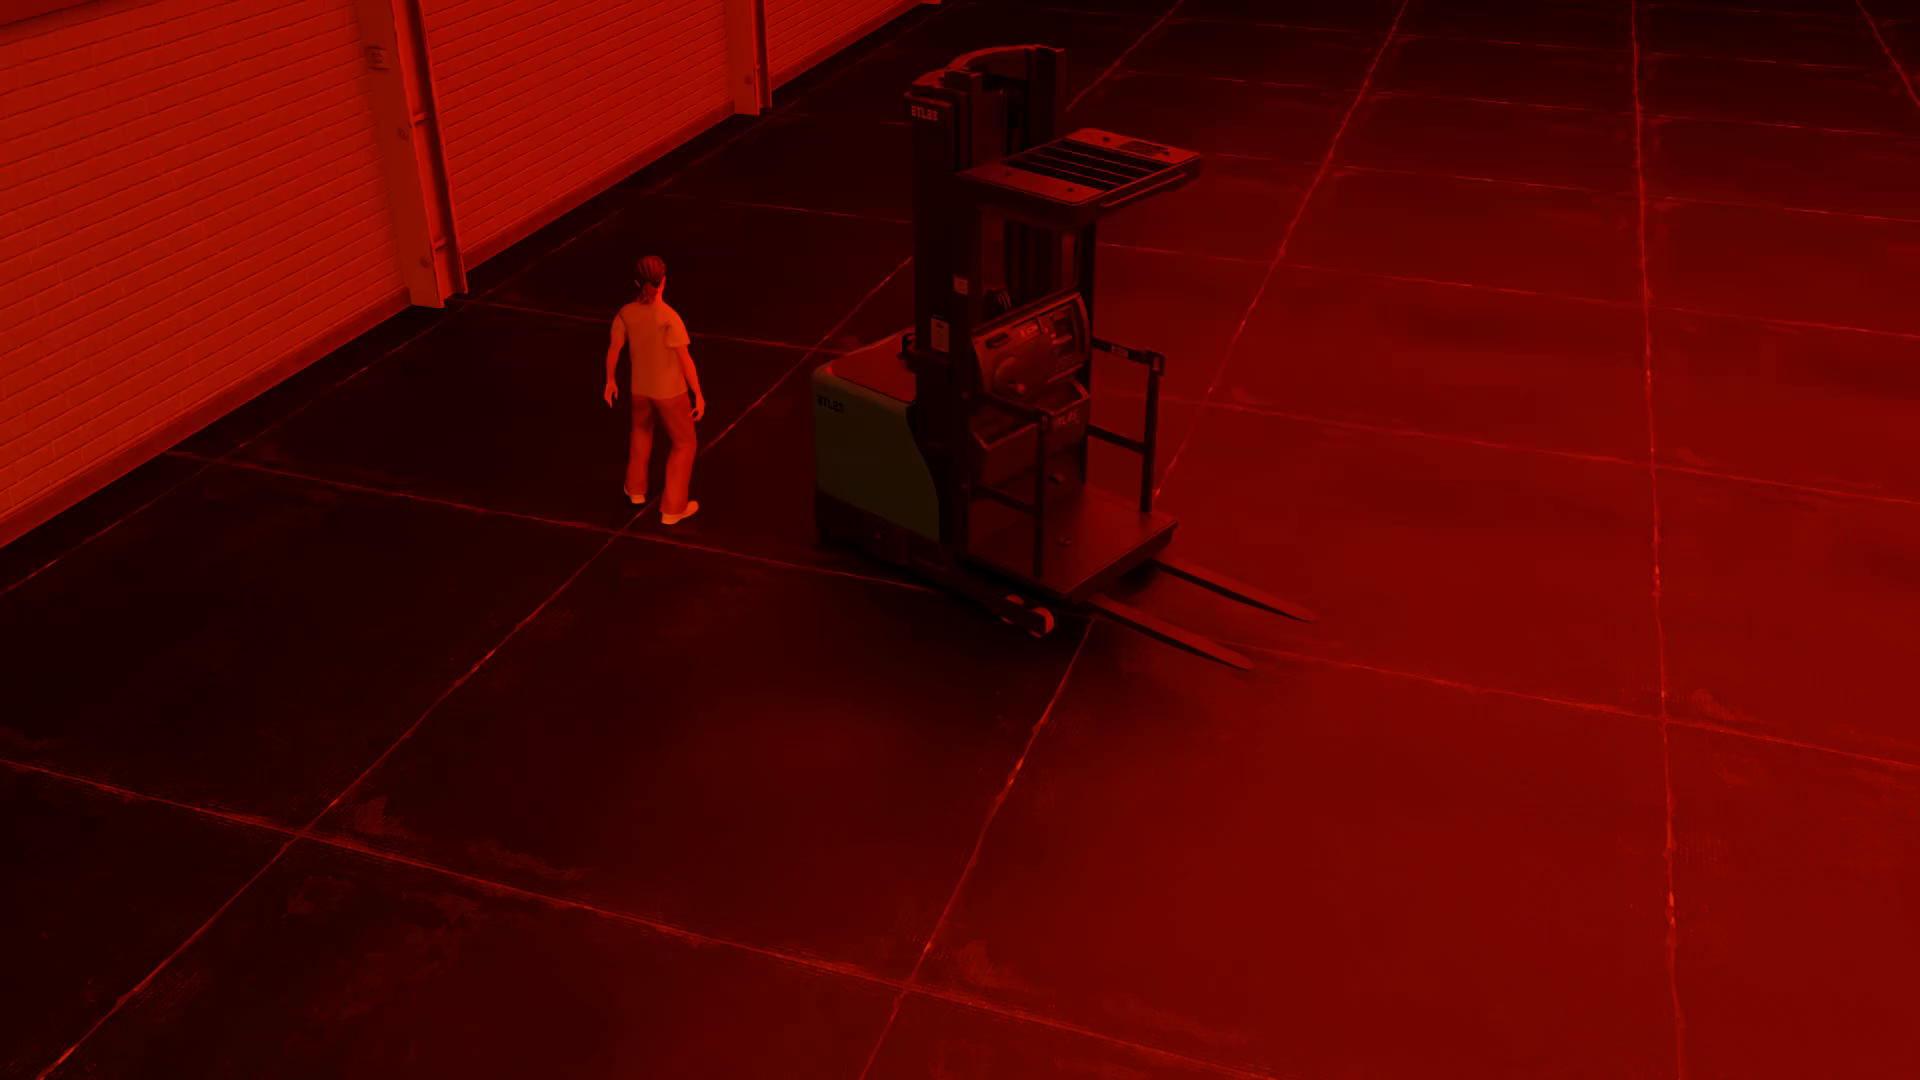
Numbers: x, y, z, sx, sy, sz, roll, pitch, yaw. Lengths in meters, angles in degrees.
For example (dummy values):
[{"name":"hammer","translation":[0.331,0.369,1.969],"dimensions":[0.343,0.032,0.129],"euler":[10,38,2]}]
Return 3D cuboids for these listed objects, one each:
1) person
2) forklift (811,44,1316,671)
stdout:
[{"name":"person","translation":[-1.847,-0.901,10.035],"dimensions":[0.790,1.645,0.383],"euler":[13,32,21]},{"name":"forklift","translation":[0.553,-1.034,8.950],"dimensions":[3.031,2.935,1.130],"euler":[23,37,35]}]
